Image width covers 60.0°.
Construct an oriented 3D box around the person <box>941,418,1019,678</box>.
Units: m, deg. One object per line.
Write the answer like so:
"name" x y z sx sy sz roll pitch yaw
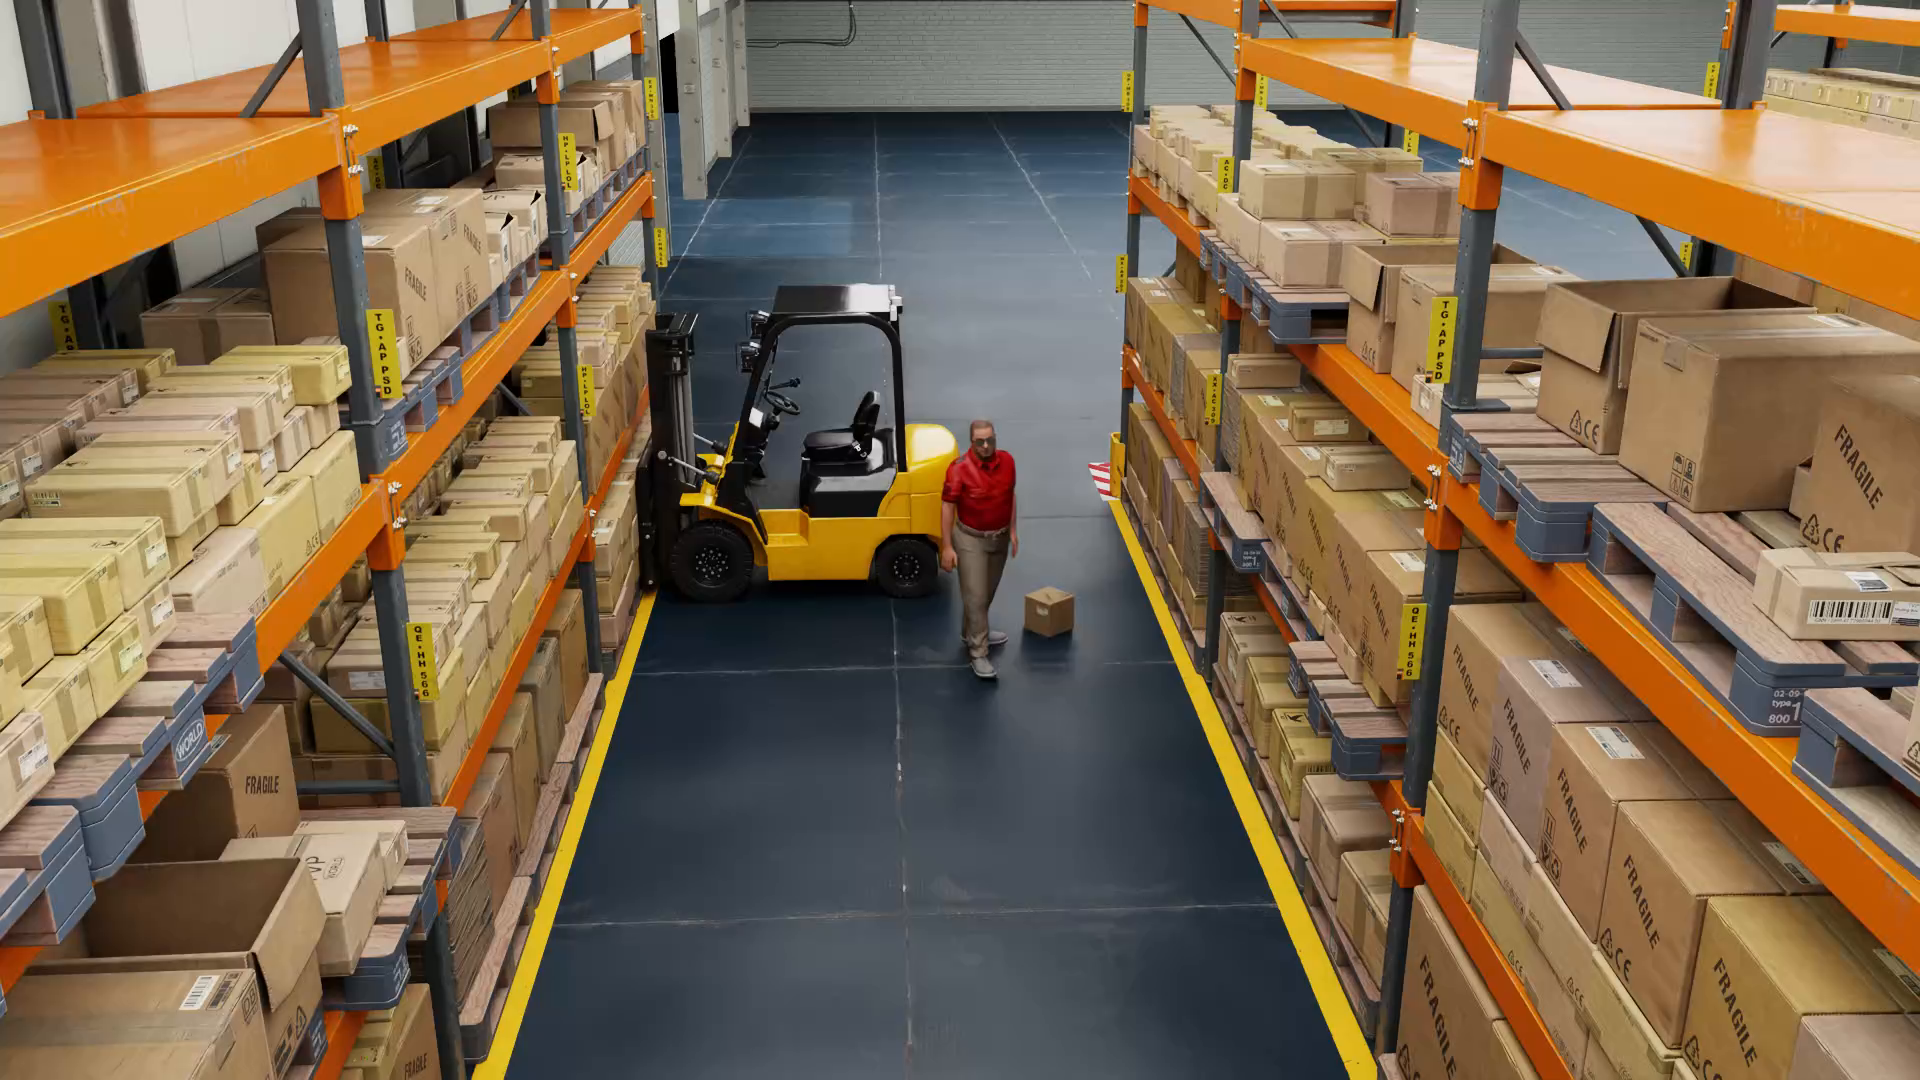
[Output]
"person" 0.151 0.009 11.072 0.604 1.715 0.631 -15 25 -36
